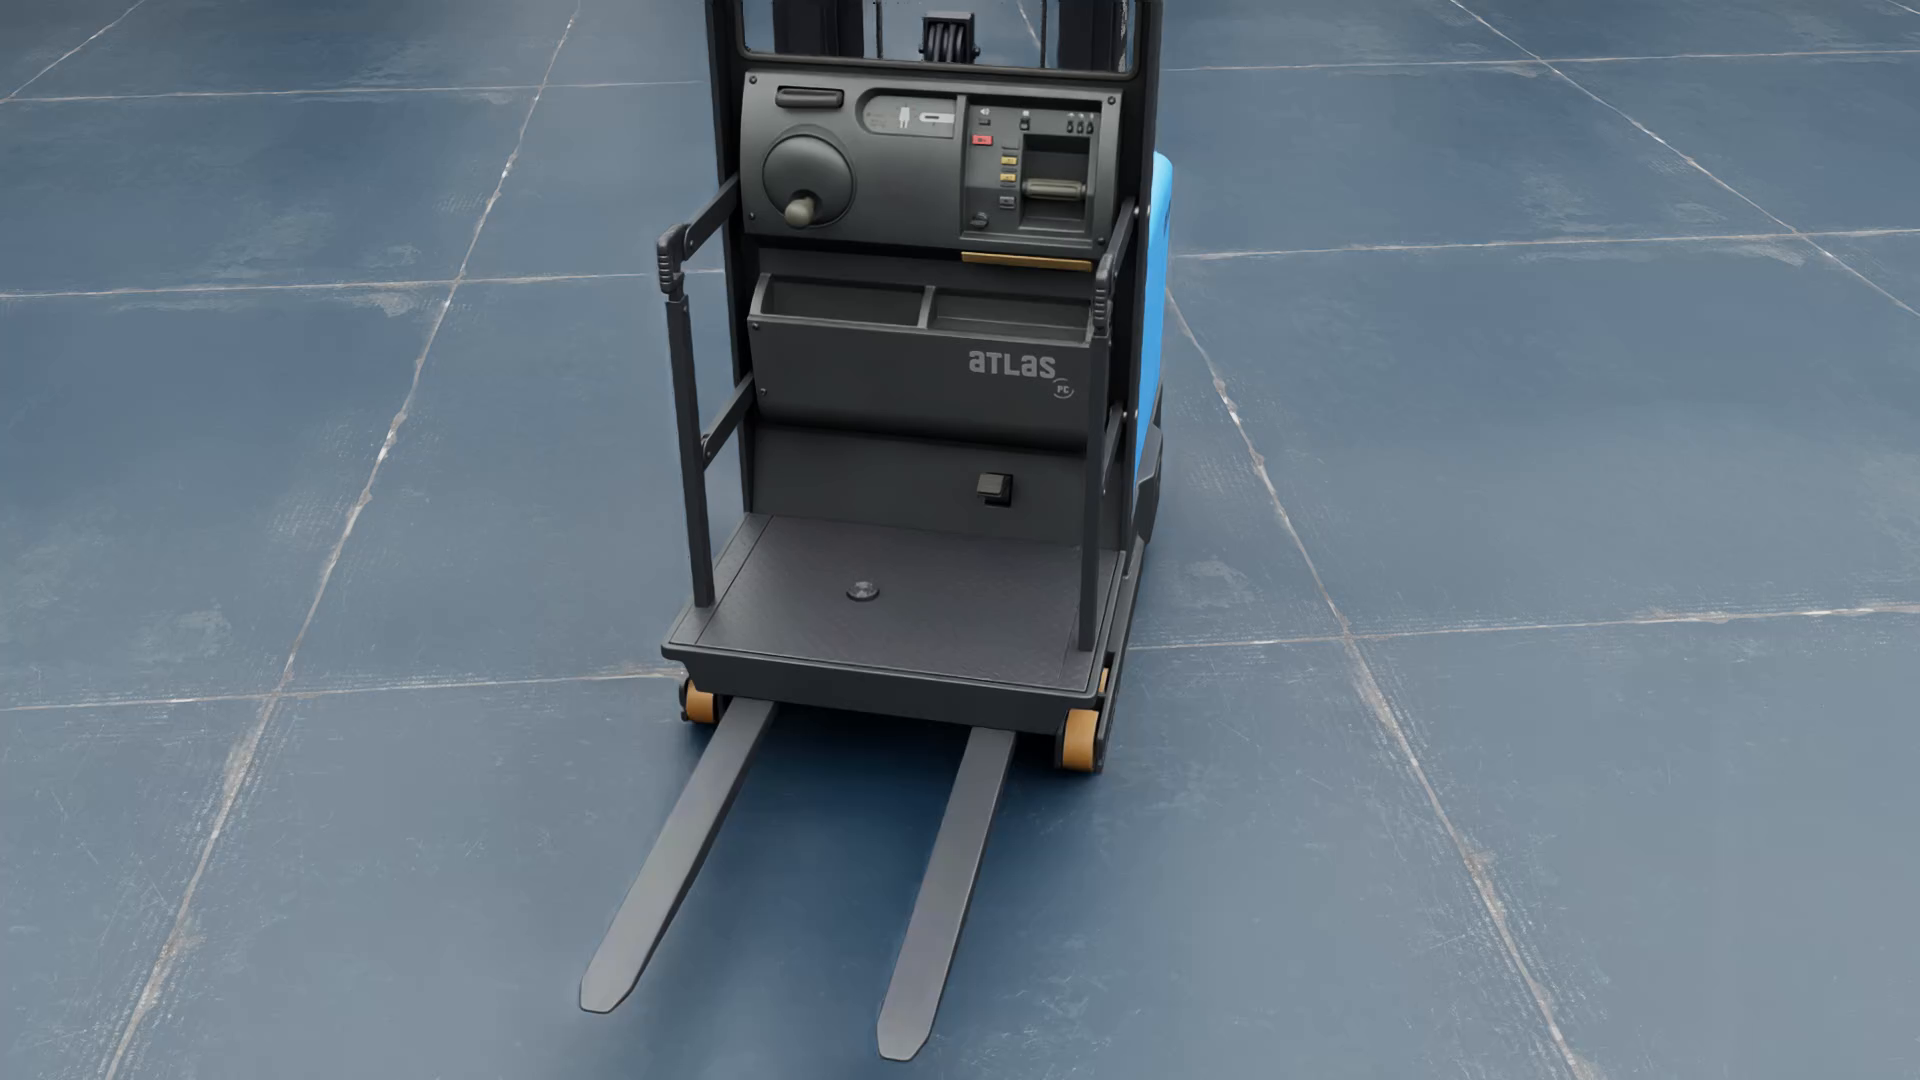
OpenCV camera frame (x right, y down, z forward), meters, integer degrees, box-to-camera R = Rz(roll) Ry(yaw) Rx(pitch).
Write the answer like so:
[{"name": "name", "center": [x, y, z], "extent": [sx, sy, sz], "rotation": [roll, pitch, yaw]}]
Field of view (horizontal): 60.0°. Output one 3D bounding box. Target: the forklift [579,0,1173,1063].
[{"name": "forklift", "center": [-0.120, -0.872, 3.851], "extent": [1.130, 2.935, 3.031], "rotation": [6, 31, 10]}]
